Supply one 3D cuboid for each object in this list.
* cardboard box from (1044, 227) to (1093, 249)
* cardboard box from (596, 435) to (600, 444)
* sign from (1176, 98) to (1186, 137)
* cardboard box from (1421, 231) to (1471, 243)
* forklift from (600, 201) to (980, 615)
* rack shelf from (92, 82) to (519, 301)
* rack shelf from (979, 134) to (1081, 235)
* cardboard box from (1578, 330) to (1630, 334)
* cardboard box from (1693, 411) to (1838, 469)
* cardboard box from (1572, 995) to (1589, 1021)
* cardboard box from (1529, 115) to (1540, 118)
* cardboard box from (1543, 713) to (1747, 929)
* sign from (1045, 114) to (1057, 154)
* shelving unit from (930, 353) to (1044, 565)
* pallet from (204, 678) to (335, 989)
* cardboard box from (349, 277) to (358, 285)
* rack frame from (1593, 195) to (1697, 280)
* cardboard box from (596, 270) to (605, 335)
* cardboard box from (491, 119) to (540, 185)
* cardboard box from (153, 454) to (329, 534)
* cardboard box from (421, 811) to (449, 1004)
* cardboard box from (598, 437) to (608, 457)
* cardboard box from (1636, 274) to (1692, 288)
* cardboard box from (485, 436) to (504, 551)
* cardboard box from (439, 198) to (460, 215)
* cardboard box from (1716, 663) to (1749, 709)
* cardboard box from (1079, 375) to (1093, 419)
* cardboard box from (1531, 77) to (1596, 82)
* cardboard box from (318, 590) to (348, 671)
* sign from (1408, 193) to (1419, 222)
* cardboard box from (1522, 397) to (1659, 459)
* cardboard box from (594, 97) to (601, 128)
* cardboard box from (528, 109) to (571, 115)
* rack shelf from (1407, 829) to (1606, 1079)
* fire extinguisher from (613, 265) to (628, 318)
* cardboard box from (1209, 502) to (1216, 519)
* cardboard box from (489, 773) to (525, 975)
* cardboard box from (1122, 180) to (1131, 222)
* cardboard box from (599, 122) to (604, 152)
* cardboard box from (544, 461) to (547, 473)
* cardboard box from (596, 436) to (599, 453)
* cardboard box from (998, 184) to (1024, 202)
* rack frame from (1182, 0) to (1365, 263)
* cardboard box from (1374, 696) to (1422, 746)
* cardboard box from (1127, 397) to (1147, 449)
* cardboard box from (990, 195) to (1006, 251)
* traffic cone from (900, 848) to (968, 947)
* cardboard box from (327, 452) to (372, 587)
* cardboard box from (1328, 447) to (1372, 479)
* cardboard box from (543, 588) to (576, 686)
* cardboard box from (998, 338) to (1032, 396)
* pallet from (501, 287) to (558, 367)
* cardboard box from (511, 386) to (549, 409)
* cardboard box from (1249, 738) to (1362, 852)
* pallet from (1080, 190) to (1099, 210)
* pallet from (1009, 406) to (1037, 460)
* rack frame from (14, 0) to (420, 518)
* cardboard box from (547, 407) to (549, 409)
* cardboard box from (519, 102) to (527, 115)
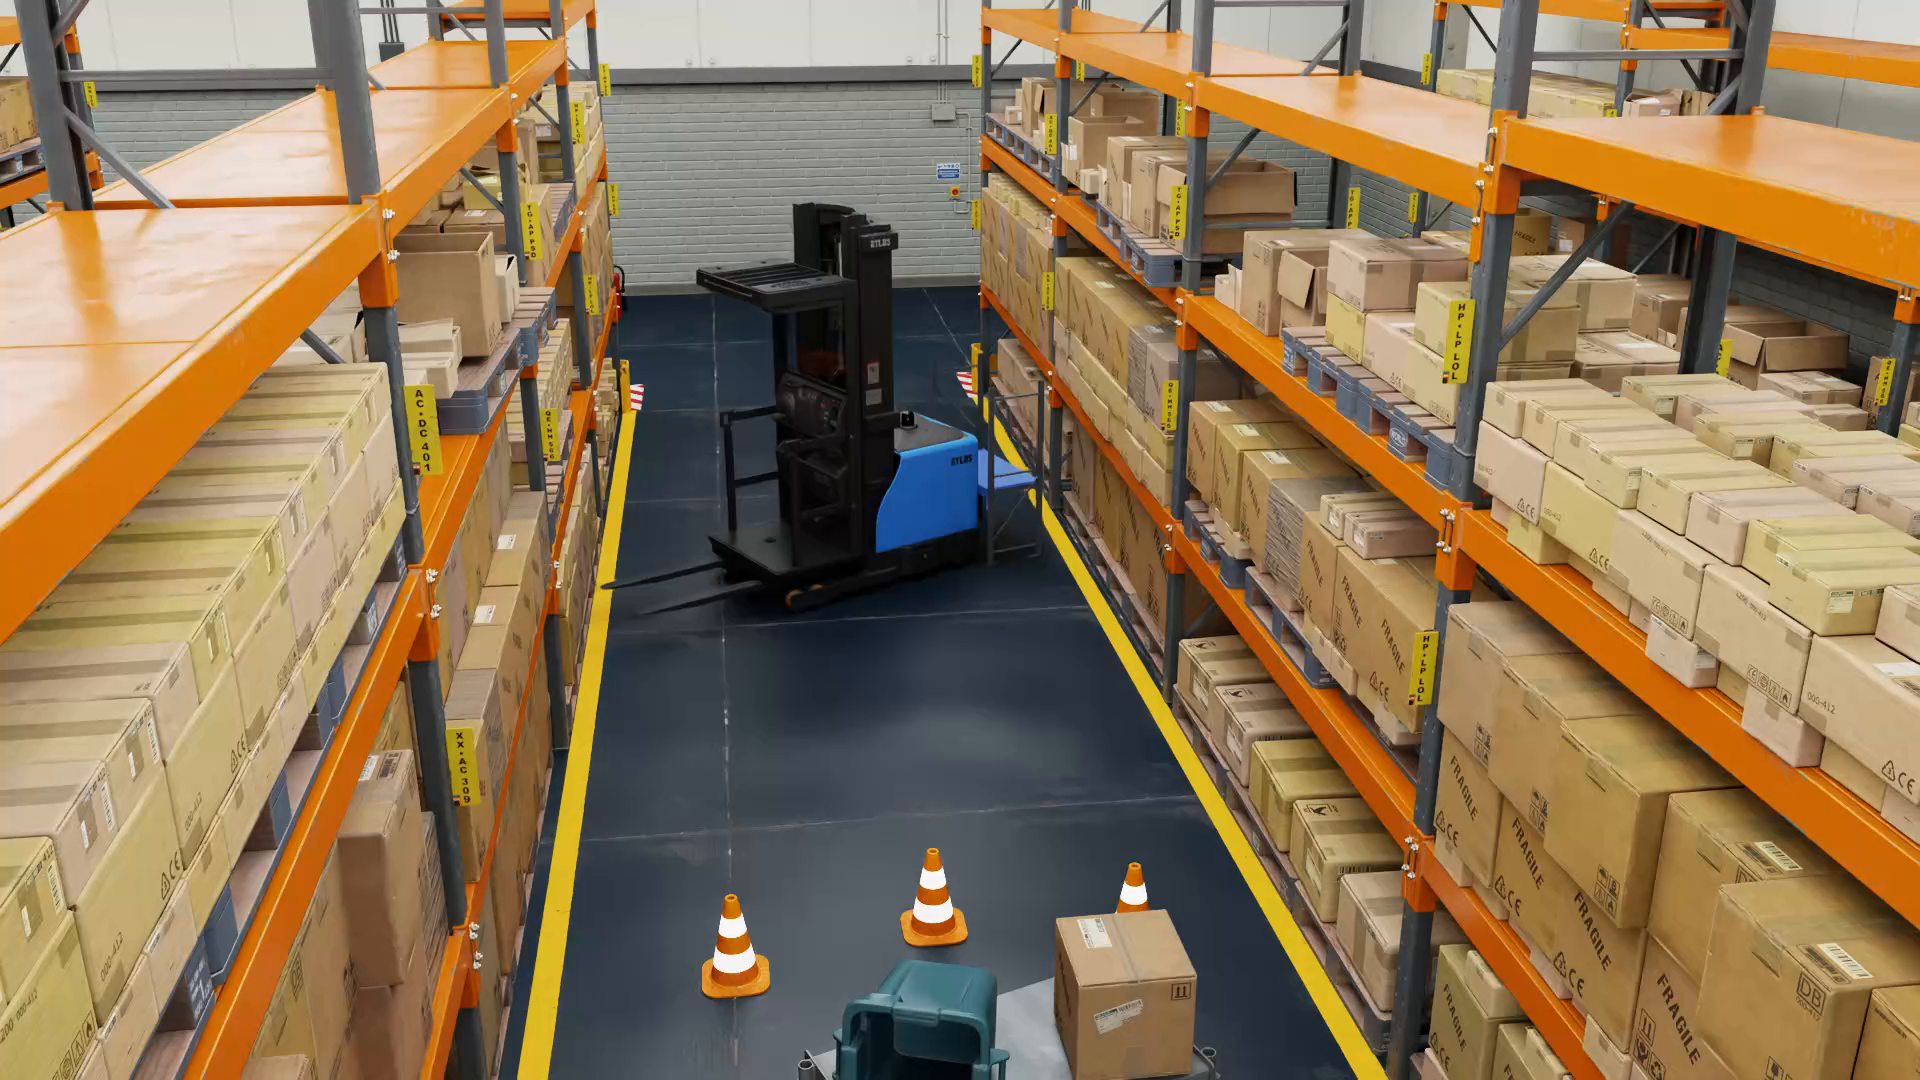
[{"bbox_3d":[0.945,-2.635,14.486,0.380,0.149,0.250,-3,21,-9],"label":"cardboard box"},{"bbox_3d":[-3.563,-0.939,15.492,0.380,0.149,0.250,-2,21,-5],"label":"cardboard box"},{"bbox_3d":[1.840,-3.551,13.961,0.100,0.325,0.005,-3,21,-8],"label":"sign"},{"bbox_3d":[5.438,-3.261,18.448,0.500,0.250,0.500,-3,21,-7],"label":"cardboard box"},{"bbox_3d":[-1.323,-1.030,12.784,3.031,2.935,1.130,-15,25,-34],"label":"forklift"},{"bbox_3d":[-2.714,-1.650,7.371,1.077,0.370,4.000,-3,21,-8],"label":"rack shelf"},{"bbox_3d":[1.016,-3.486,16.004,1.077,0.370,4.000,-3,21,-8],"label":"rack shelf"},{"bbox_3d":[2.696,-0.886,7.627,0.500,0.250,0.500,-3,21,-8],"label":"cardboard box"},{"bbox_3d":[2.782,-0.337,5.765,0.380,0.149,0.250,-2,21,-6],"label":"cardboard box"},{"bbox_3d":[2.413,1.641,5.896,0.380,0.149,0.250,-3,21,-8],"label":"cardboard box"},{"bbox_3d":[5.751,-3.963,16.043,0.500,0.250,0.500,-2,21,-7],"label":"cardboard box"},{"bbox_3d":[2.404,0.906,5.506,0.700,0.500,0.500,-3,21,-9],"label":"cardboard box"},{"bbox_3d":[0.756,-3.382,13.844,0.100,0.325,0.005,-3,21,-8],"label":"sign"},{"bbox_3d":[0.213,-0.696,13.936,0.538,1.500,1.048,-10,23,-26],"label":"shelving unit"},{"bbox_3d":[-2.146,0.670,3.974,1.003,0.211,1.213,-3,21,-8],"label":"pallet"},{"bbox_3d":[-3.043,-1.199,8.325,0.500,0.250,0.500,-2,21,-6],"label":"cardboard box"},{"bbox_3d":[6.216,-1.977,15.223,1.000,3.000,0.127,-3,21,-8],"label":"rack frame"},{"bbox_3d":[-3.516,-2.159,15.140,0.500,0.500,0.500,-3,21,-9],"label":"cardboard box"},{"bbox_3d":[-3.633,-2.953,12.805,0.700,0.500,0.500,-3,21,-8],"label":"cardboard box"},{"bbox_3d":[-1.911,-0.114,4.425,0.380,0.149,0.250,-3,21,-8],"label":"cardboard box"},{"bbox_3d":[-2.361,1.386,6.005,0.875,0.550,0.550,-3,21,-8],"label":"cardboard box"},{"bbox_3d":[-3.541,-0.892,15.791,0.380,0.149,0.250,-3,21,-9],"label":"cardboard box"},{"bbox_3d":[6.064,-2.042,14.654,0.700,0.500,0.500,-2,21,-6],"label":"cardboard box"},{"bbox_3d":[-2.873,-0.240,9.001,0.700,0.500,0.500,-3,21,-9],"label":"cardboard box"},{"bbox_3d":[-3.421,-1.865,10.494,0.500,0.500,0.500,-3,21,-8],"label":"cardboard box"},{"bbox_3d":[2.482,0.412,4.898,0.380,0.149,0.250,-3,21,-7],"label":"cardboard box"},{"bbox_3d":[1.241,-1.132,13.175,0.500,0.250,0.500,-3,21,-8],"label":"cardboard box"},{"bbox_3d":[6.139,-4.573,16.960,0.500,0.250,0.500,-3,21,-7],"label":"cardboard box"},{"bbox_3d":[-1.910,0.259,4.563,0.380,0.149,0.250,-3,21,-7],"label":"cardboard box"},{"bbox_3d":[5.103,-3.740,18.706,0.100,0.325,0.005,-3,21,-8],"label":"sign"},{"bbox_3d":[2.247,-0.403,5.940,0.380,0.149,0.250,-2,21,-6],"label":"cardboard box"},{"bbox_3d":[-3.837,-4.248,16.517,0.500,0.250,0.500,-4,21,-9],"label":"cardboard box"},{"bbox_3d":[-3.472,-3.582,14.163,0.380,0.149,0.250,-4,21,-9],"label":"cardboard box"},{"bbox_3d":[2.746,2.074,5.405,1.077,0.370,4.000,-3,21,-8],"label":"rack shelf"},{"bbox_3d":[-3.735,-2.726,17.870,0.296,0.674,0.183,-3,21,-8],"label":"fire extinguisher"},{"bbox_3d":[1.752,-0.198,10.219,0.380,0.149,0.250,-4,21,-11],"label":"cardboard box"},{"bbox_3d":[-2.740,1.641,8.149,1.050,0.750,0.750,-3,21,-8],"label":"cardboard box"},{"bbox_3d":[1.337,-2.339,11.496,0.396,0.266,0.258,-3,21,-9],"label":"cardboard box"},{"bbox_3d":[-3.828,-4.017,16.611,0.500,0.250,0.500,-3,21,-9],"label":"cardboard box"},{"bbox_3d":[-2.945,-0.487,10.991,0.380,0.149,0.250,-2,21,-5],"label":"cardboard box"},{"bbox_3d":[-3.405,-0.809,14.719,0.380,0.149,0.250,-2,21,-5],"label":"cardboard box"},{"bbox_3d":[0.593,-3.520,16.854,0.380,0.149,0.250,-4,21,-10],"label":"cardboard box"},{"bbox_3d":[1.881,-3.151,9.792,1.000,3.000,0.127,-3,21,-8],"label":"rack frame"},{"bbox_3d":[2.111,0.801,7.543,0.380,0.149,0.250,-3,21,-7],"label":"cardboard box"},{"bbox_3d":[1.483,-0.837,11.670,0.500,0.250,0.500,-3,21,-9],"label":"cardboard box"},{"bbox_3d":[0.597,-3.267,17.104,0.500,0.500,0.500,-3,21,-9],"label":"cardboard box"},{"bbox_3d":[-0.137,1.824,8.671,0.336,0.463,0.334,-3,21,-8],"label":"traffic cone"},{"bbox_3d":[-2.028,-0.056,4.839,0.500,0.250,0.500,-3,21,-8],"label":"cardboard box"},{"bbox_3d":[2.381,-0.227,9.369,0.500,0.500,0.500,-4,21,-11],"label":"cardboard box"},{"bbox_3d":[-2.852,0.660,11.133,0.500,0.500,0.500,-4,21,-10],"label":"cardboard box"},{"bbox_3d":[0.922,-1.884,18.034,0.875,0.438,0.875,-4,21,-10],"label":"cardboard box"},{"bbox_3d":[-2.857,-1.153,8.998,1.213,0.211,1.003,-2,21,-5],"label":"pallet"},{"bbox_3d":[-3.028,-0.947,11.373,0.380,0.149,0.250,-2,21,-5],"label":"cardboard box"},{"bbox_3d":[2.171,1.408,9.316,0.950,0.372,0.625,-2,21,-6],"label":"cardboard box"},{"bbox_3d":[1.486,-2.726,13.215,0.805,0.209,1.217,-4,21,-10],"label":"pallet"},{"bbox_3d":[1.093,-1.110,16.886,1.003,0.211,1.213,-3,21,-8],"label":"pallet"},{"bbox_3d":[-2.426,-1.482,5.322,1.000,3.000,0.127,-3,21,-8],"label":"rack frame"},{"bbox_3d":[-3.028,-0.812,11.436,0.380,0.149,0.250,-3,21,-8],"label":"cardboard box"},{"bbox_3d":[-4.140,-3.919,15.065,0.380,0.149,0.250,-2,21,-6],"label":"cardboard box"}]
